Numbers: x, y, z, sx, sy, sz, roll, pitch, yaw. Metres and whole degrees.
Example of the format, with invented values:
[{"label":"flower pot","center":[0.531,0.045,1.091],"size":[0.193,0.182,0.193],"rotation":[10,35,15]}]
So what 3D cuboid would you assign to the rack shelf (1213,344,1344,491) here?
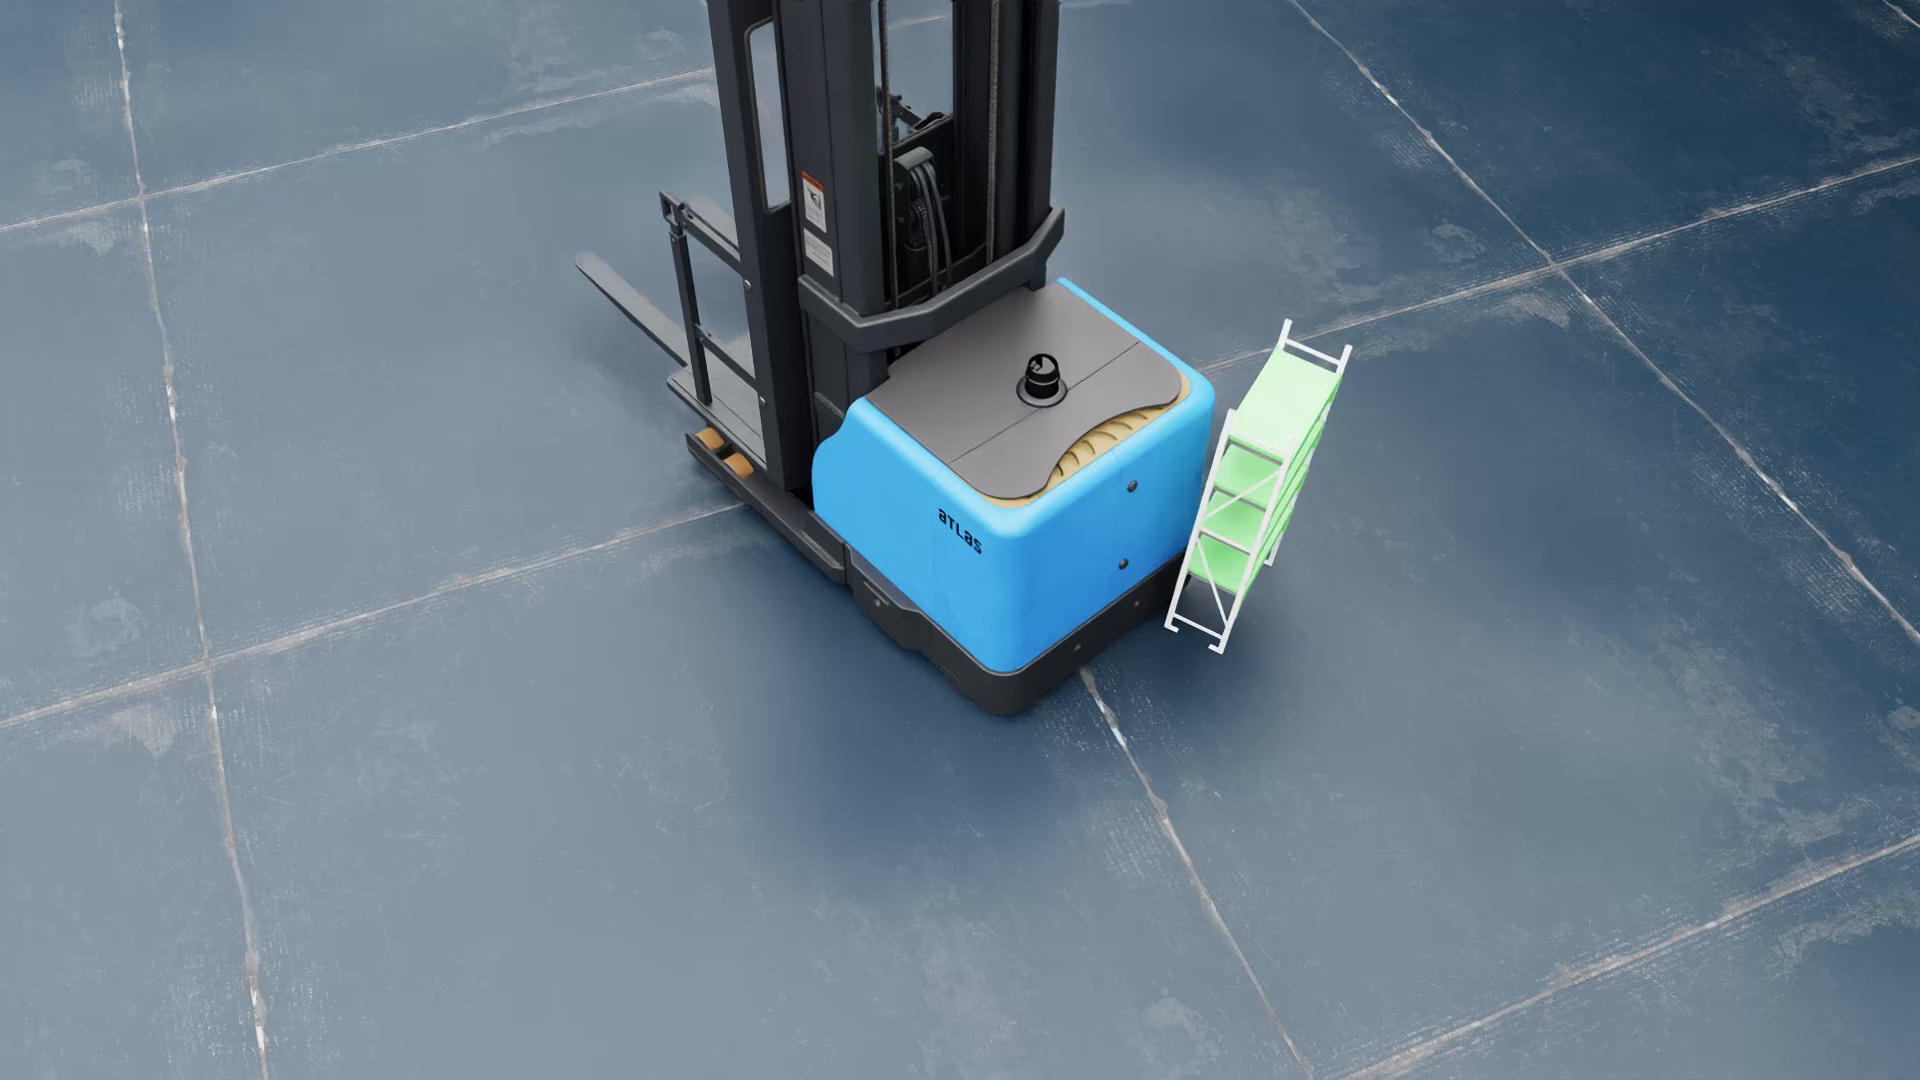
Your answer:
[{"label":"rack shelf","center":[1.074,-0.417,5.598],"size":[0.258,0.148,0.480],"rotation":[26,54,14]}]

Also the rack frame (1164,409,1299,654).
[{"label":"rack frame","center":[0.924,0.002,5.785],"size":[0.240,1.200,0.015],"rotation":[26,54,14]}]

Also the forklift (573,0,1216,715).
[{"label":"forklift","center":[-0.465,-1.372,5.837],"size":[1.130,2.935,3.031],"rotation":[-34,57,-26]}]

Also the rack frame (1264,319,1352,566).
[{"label":"rack frame","center":[1.160,-0.322,6.063],"size":[0.240,1.200,0.015],"rotation":[26,54,14]}]

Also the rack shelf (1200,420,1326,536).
[{"label":"rack shelf","center":[1.056,-0.269,5.786],"size":[0.258,0.148,0.480],"rotation":[26,54,14]}]

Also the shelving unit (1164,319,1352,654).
[{"label":"shelving unit","center":[1.042,-0.160,5.924],"size":[0.258,1.200,0.503],"rotation":[26,54,14]}]

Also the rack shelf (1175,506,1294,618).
[{"label":"rack shelf","center":[1.019,0.027,6.162],"size":[0.258,0.148,0.480],"rotation":[26,54,14]}]

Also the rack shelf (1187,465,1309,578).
[{"label":"rack shelf","center":[1.037,-0.121,5.974],"size":[0.258,0.148,0.480],"rotation":[26,54,14]}]
